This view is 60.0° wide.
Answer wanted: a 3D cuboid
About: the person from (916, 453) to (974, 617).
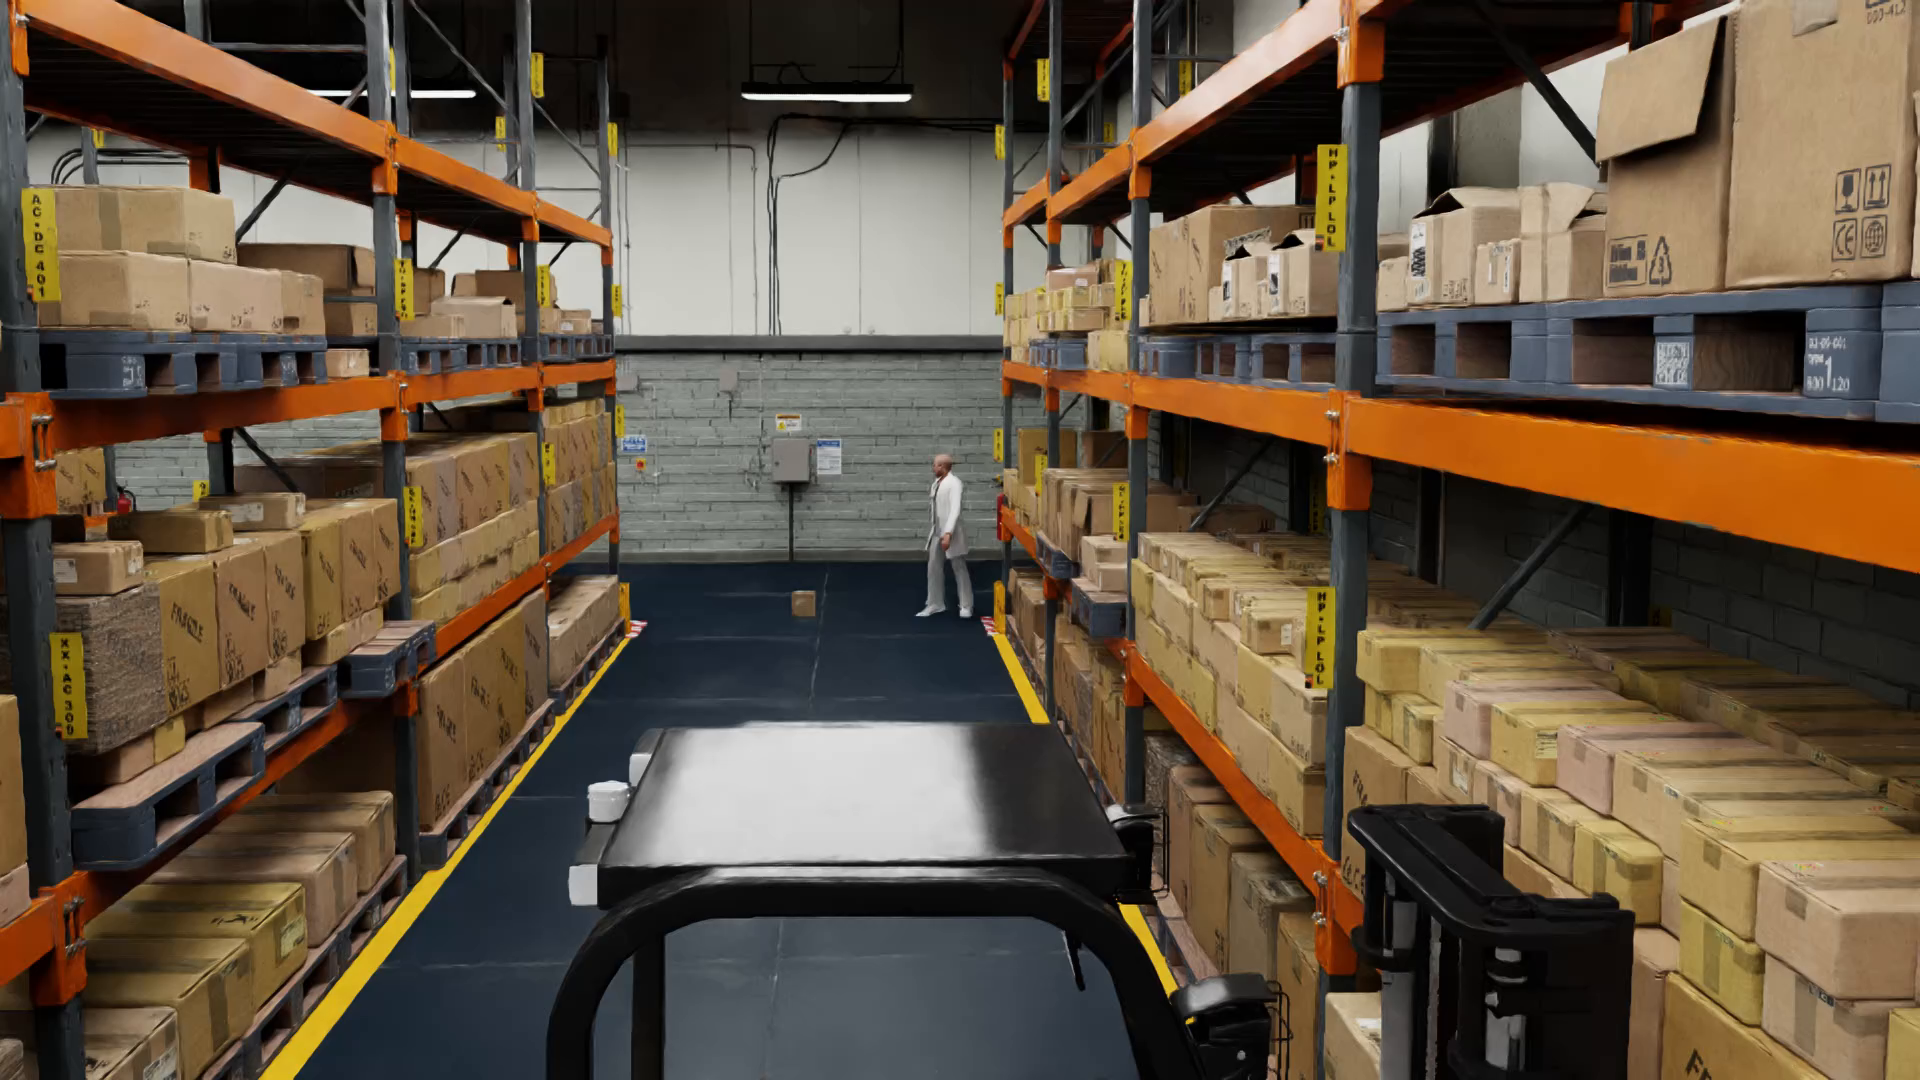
[{"bbox_3d":[-0.131,-0.065,18.166,0.553,1.766,0.676,-5,8,-34],"label":"person"}]
